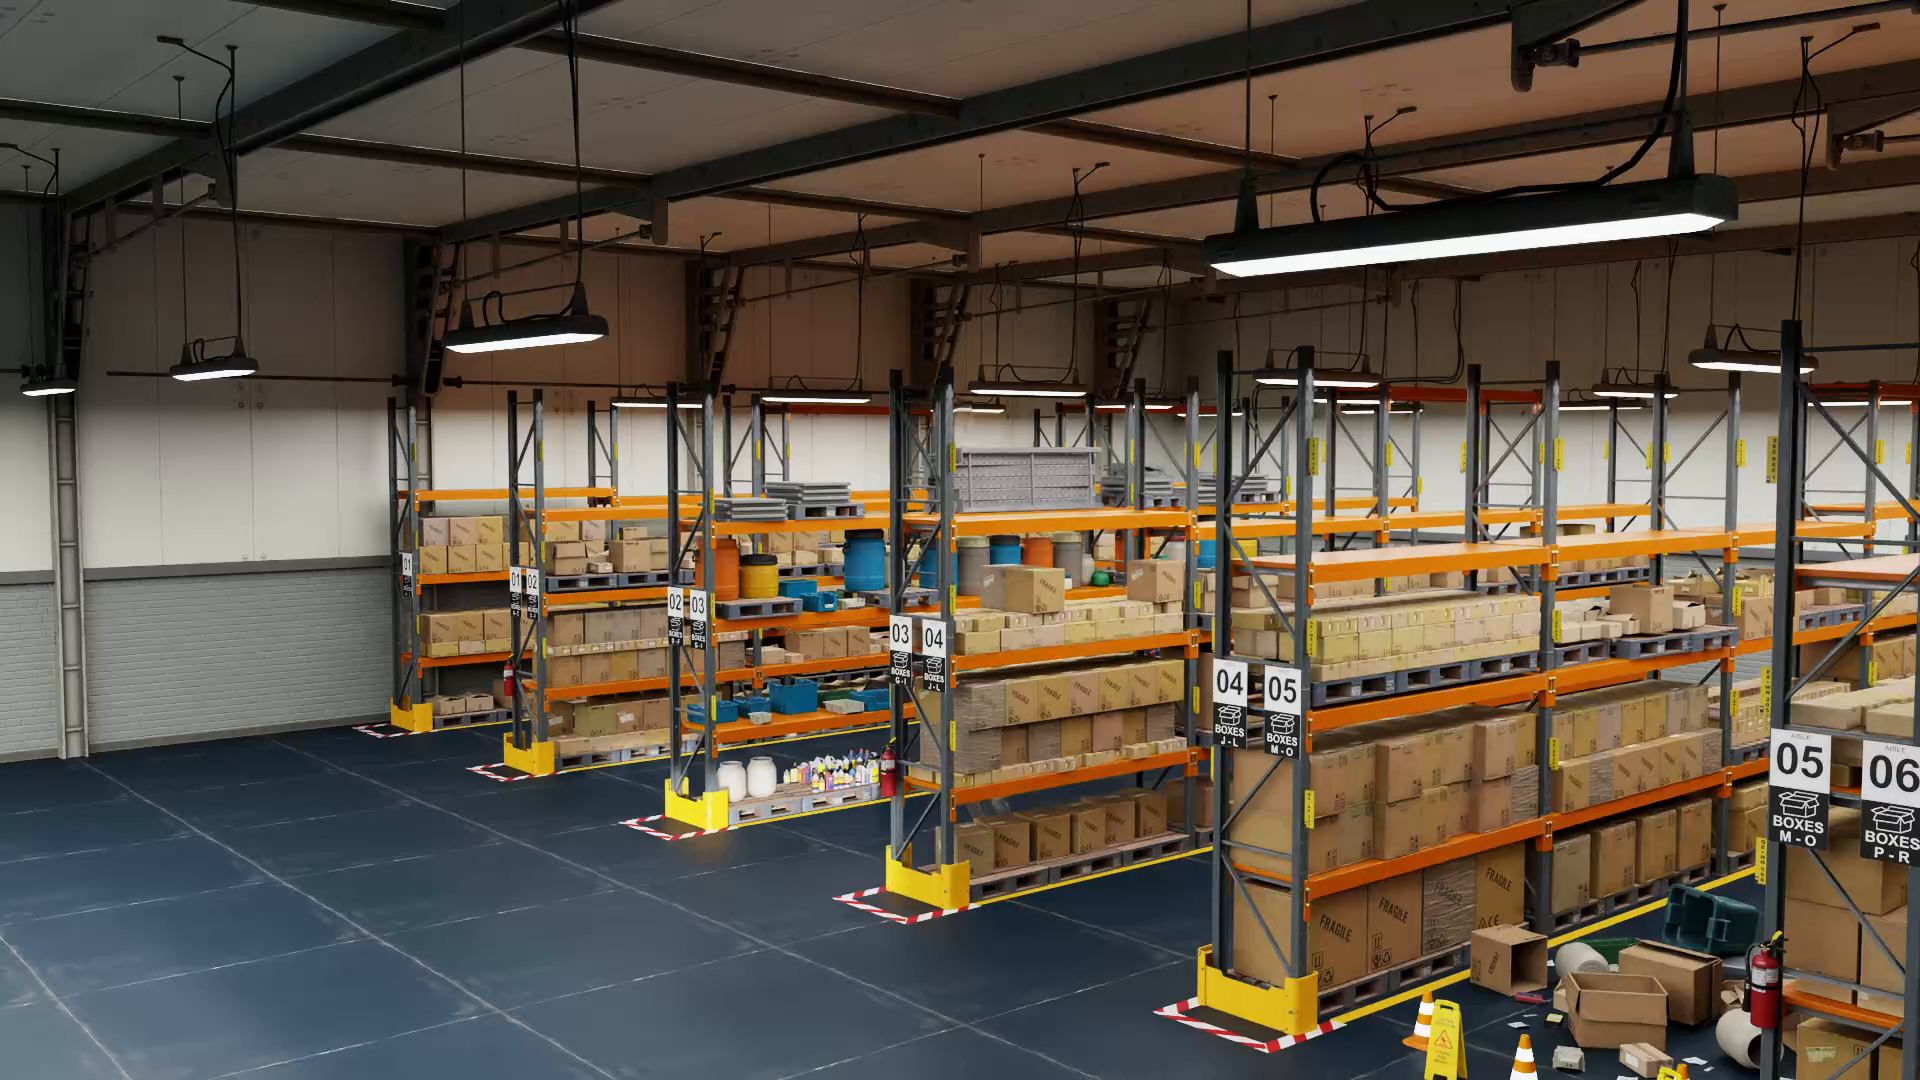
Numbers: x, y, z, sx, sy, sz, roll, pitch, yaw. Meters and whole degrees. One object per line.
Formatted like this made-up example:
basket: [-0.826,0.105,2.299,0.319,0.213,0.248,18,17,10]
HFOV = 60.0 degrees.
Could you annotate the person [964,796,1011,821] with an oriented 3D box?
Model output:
person: [0.414,3.041,21.554,0.797,1.817,0.641,-3,5,-45]

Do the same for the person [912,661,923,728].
person: [-0.714,2.467,28.373,0.604,1.697,0.581,3,5,43]
